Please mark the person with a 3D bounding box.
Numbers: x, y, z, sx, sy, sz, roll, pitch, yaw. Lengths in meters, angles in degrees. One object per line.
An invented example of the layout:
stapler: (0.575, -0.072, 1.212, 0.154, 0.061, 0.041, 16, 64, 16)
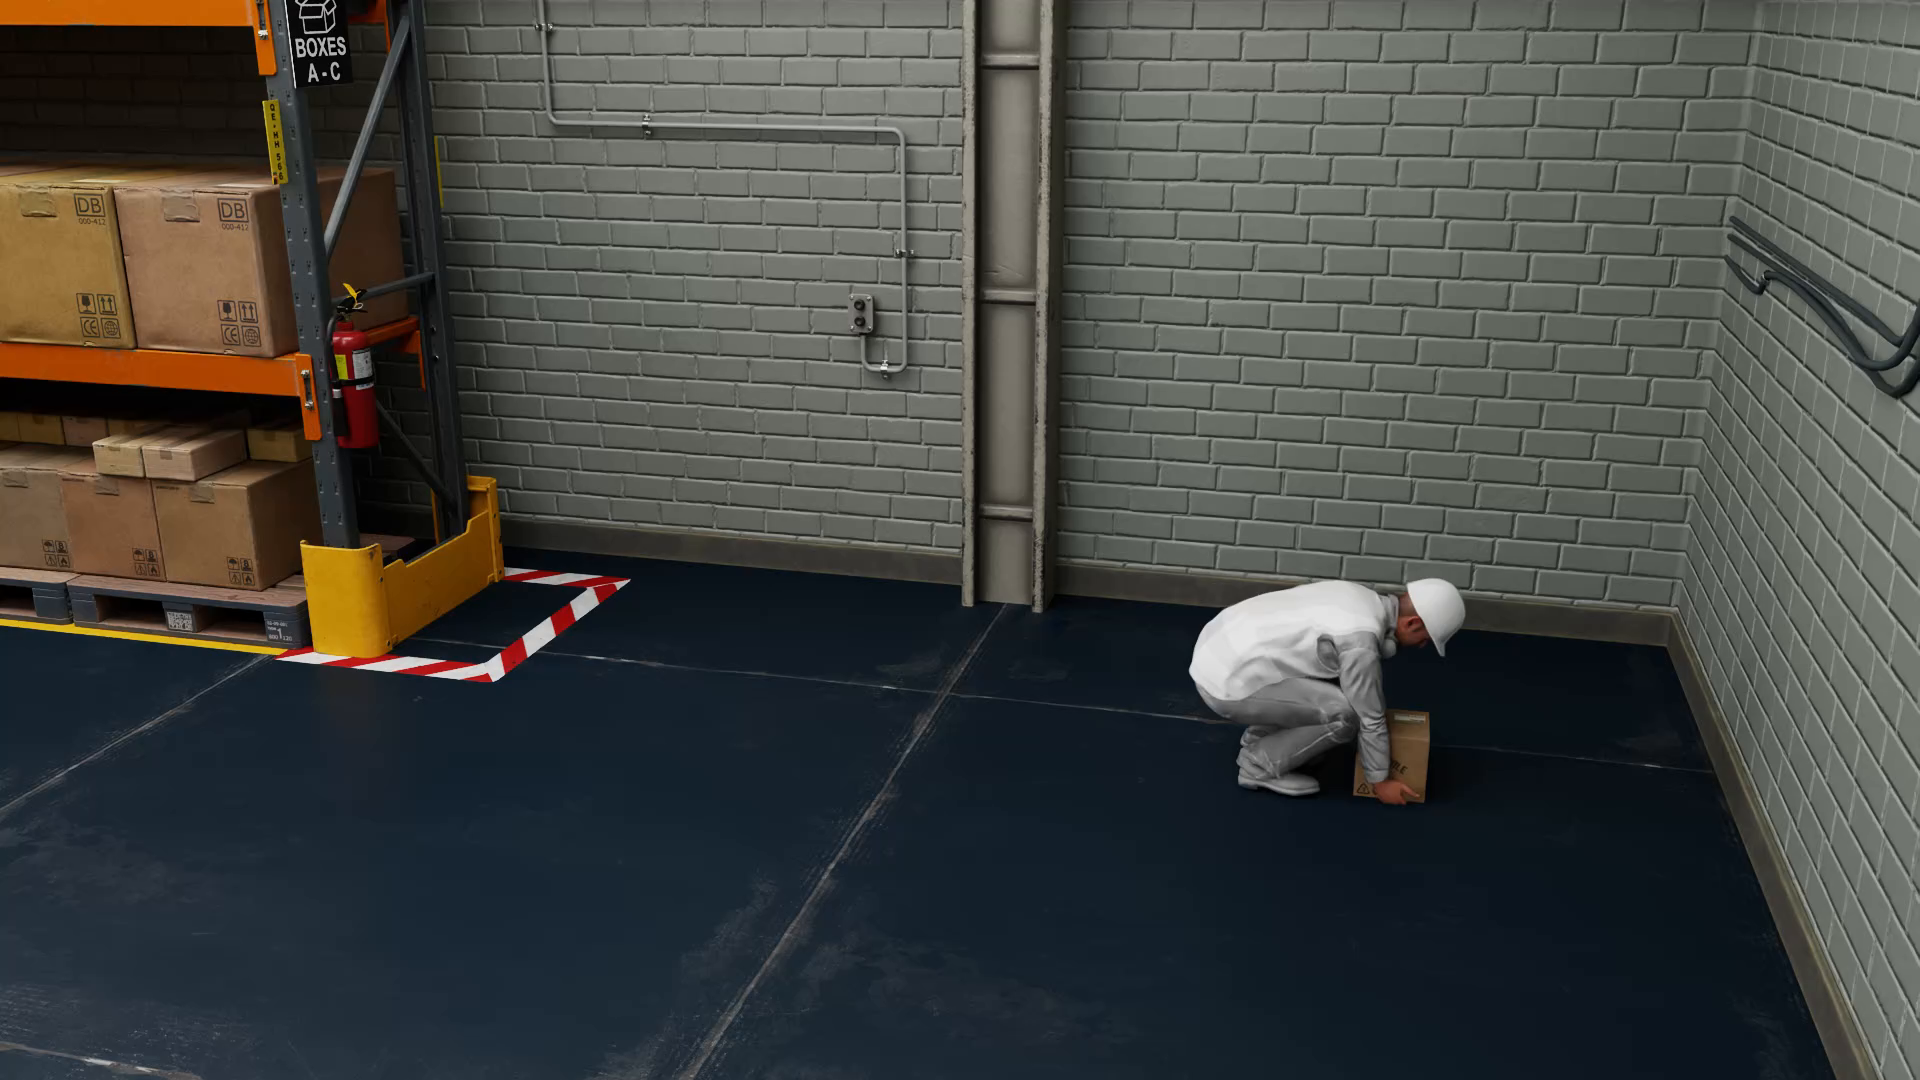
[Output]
person: (1.320, 0.545, 6.067, 0.952, 0.876, 0.513, 4, 19, 13)
